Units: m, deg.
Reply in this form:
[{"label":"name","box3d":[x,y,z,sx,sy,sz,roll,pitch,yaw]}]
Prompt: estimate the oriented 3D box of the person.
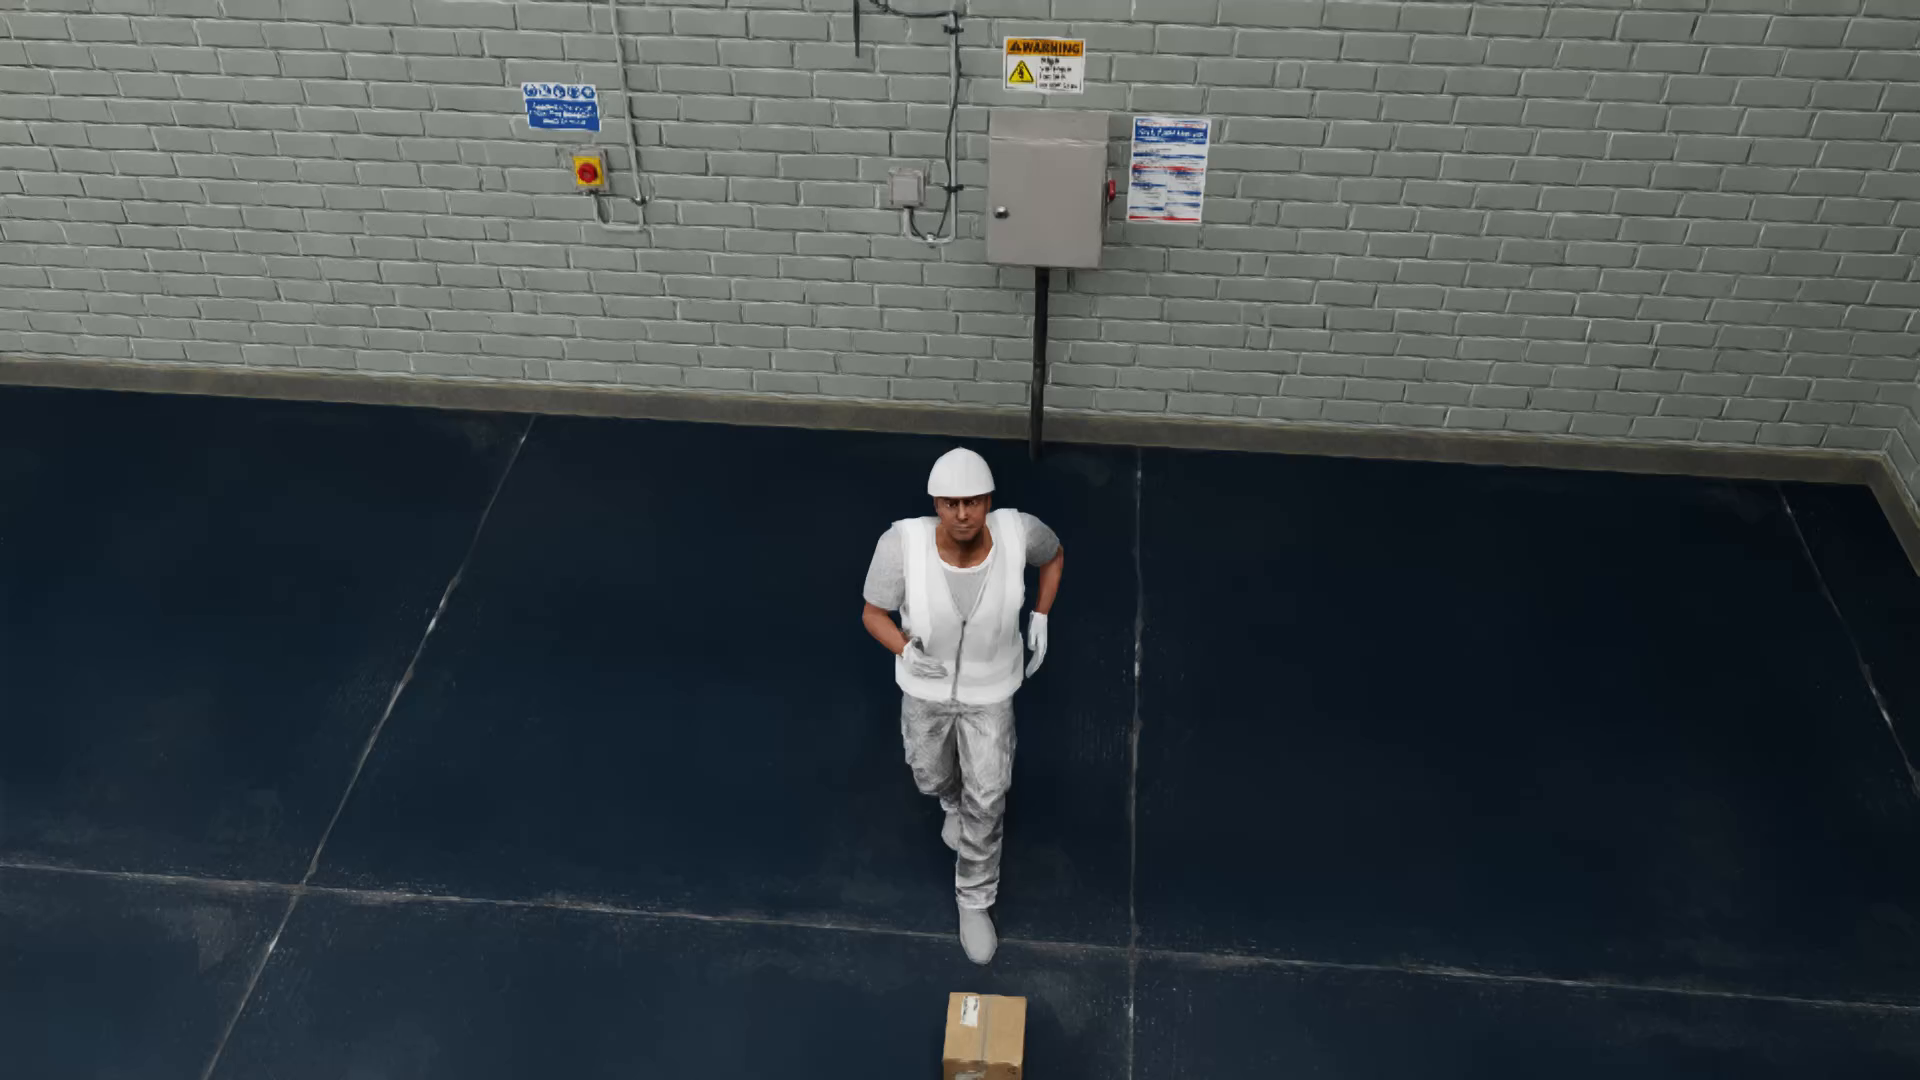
[{"label":"person","box3d":[-0.007,0.526,5.527,0.642,1.769,0.835,4,40,4]}]
